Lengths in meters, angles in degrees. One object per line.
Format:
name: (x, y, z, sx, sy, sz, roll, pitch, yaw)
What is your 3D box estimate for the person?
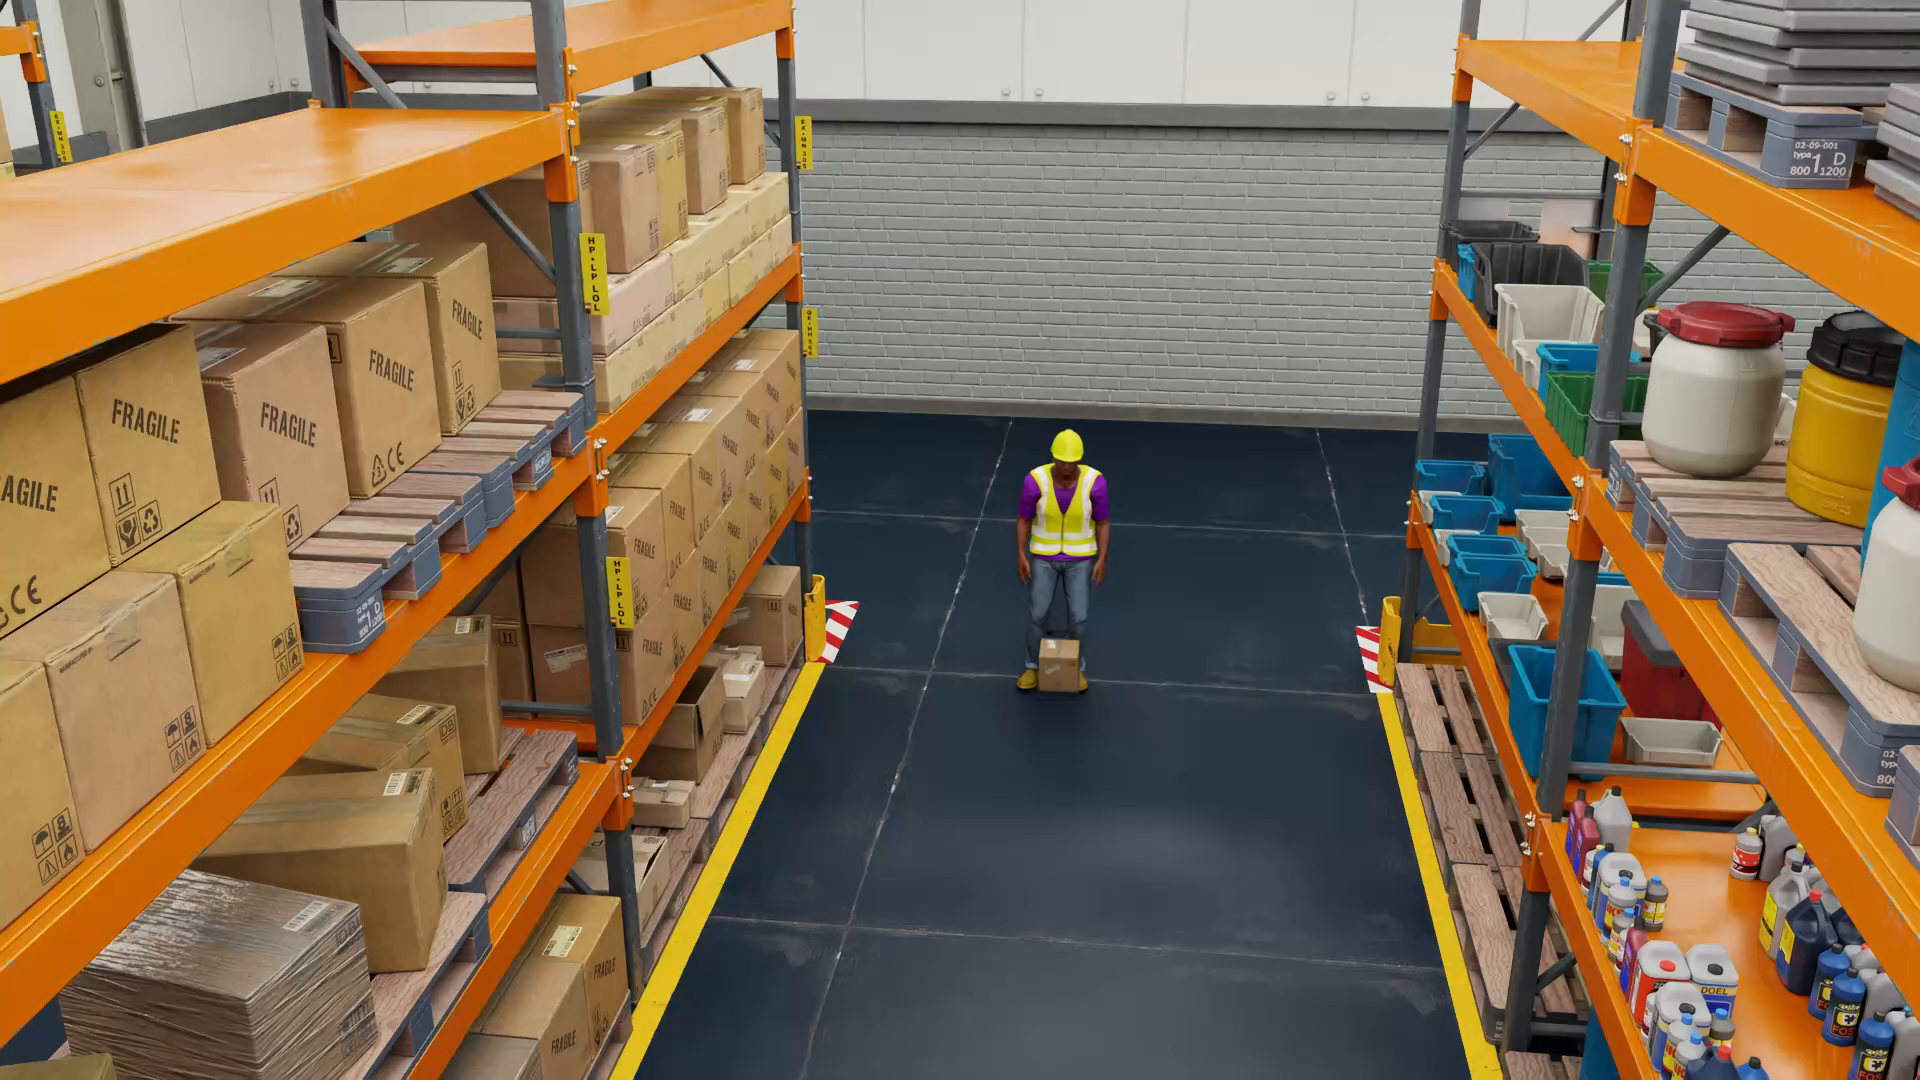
person: (0.660, 0.121, 10.740, 0.604, 1.762, 0.446, 2, 21, 5)
